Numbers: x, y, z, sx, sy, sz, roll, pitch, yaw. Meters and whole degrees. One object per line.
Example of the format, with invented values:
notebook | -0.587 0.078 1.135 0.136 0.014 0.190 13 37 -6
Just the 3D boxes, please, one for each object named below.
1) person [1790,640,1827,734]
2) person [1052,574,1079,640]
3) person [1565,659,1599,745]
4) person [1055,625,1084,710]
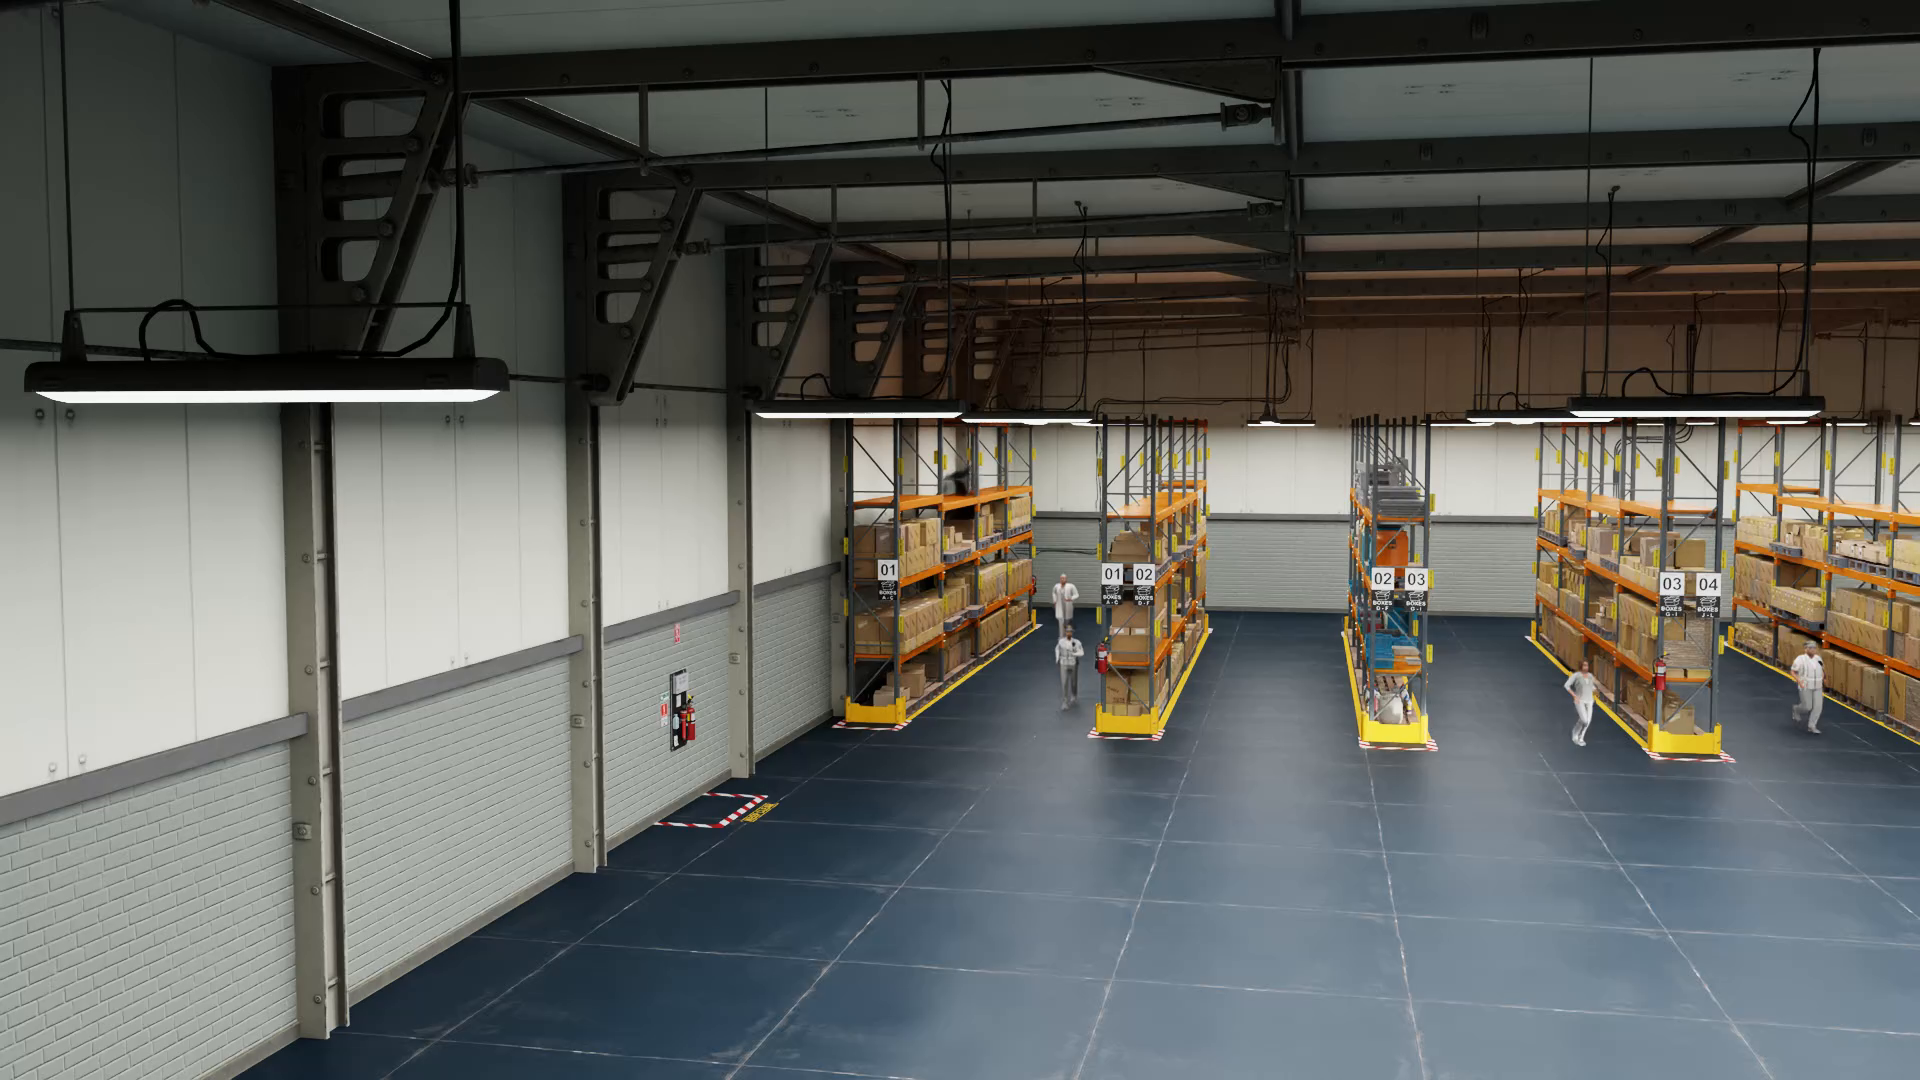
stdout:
person | 16.117 2.763 31.519 0.677 1.736 0.734 0 4 1
person | 2.637 1.766 41.833 0.693 1.817 0.913 1 4 10
person | 11.245 2.937 29.949 0.527 1.560 0.552 -1 4 -11
person | 2.238 2.579 34.142 0.609 1.683 0.906 1 4 9
